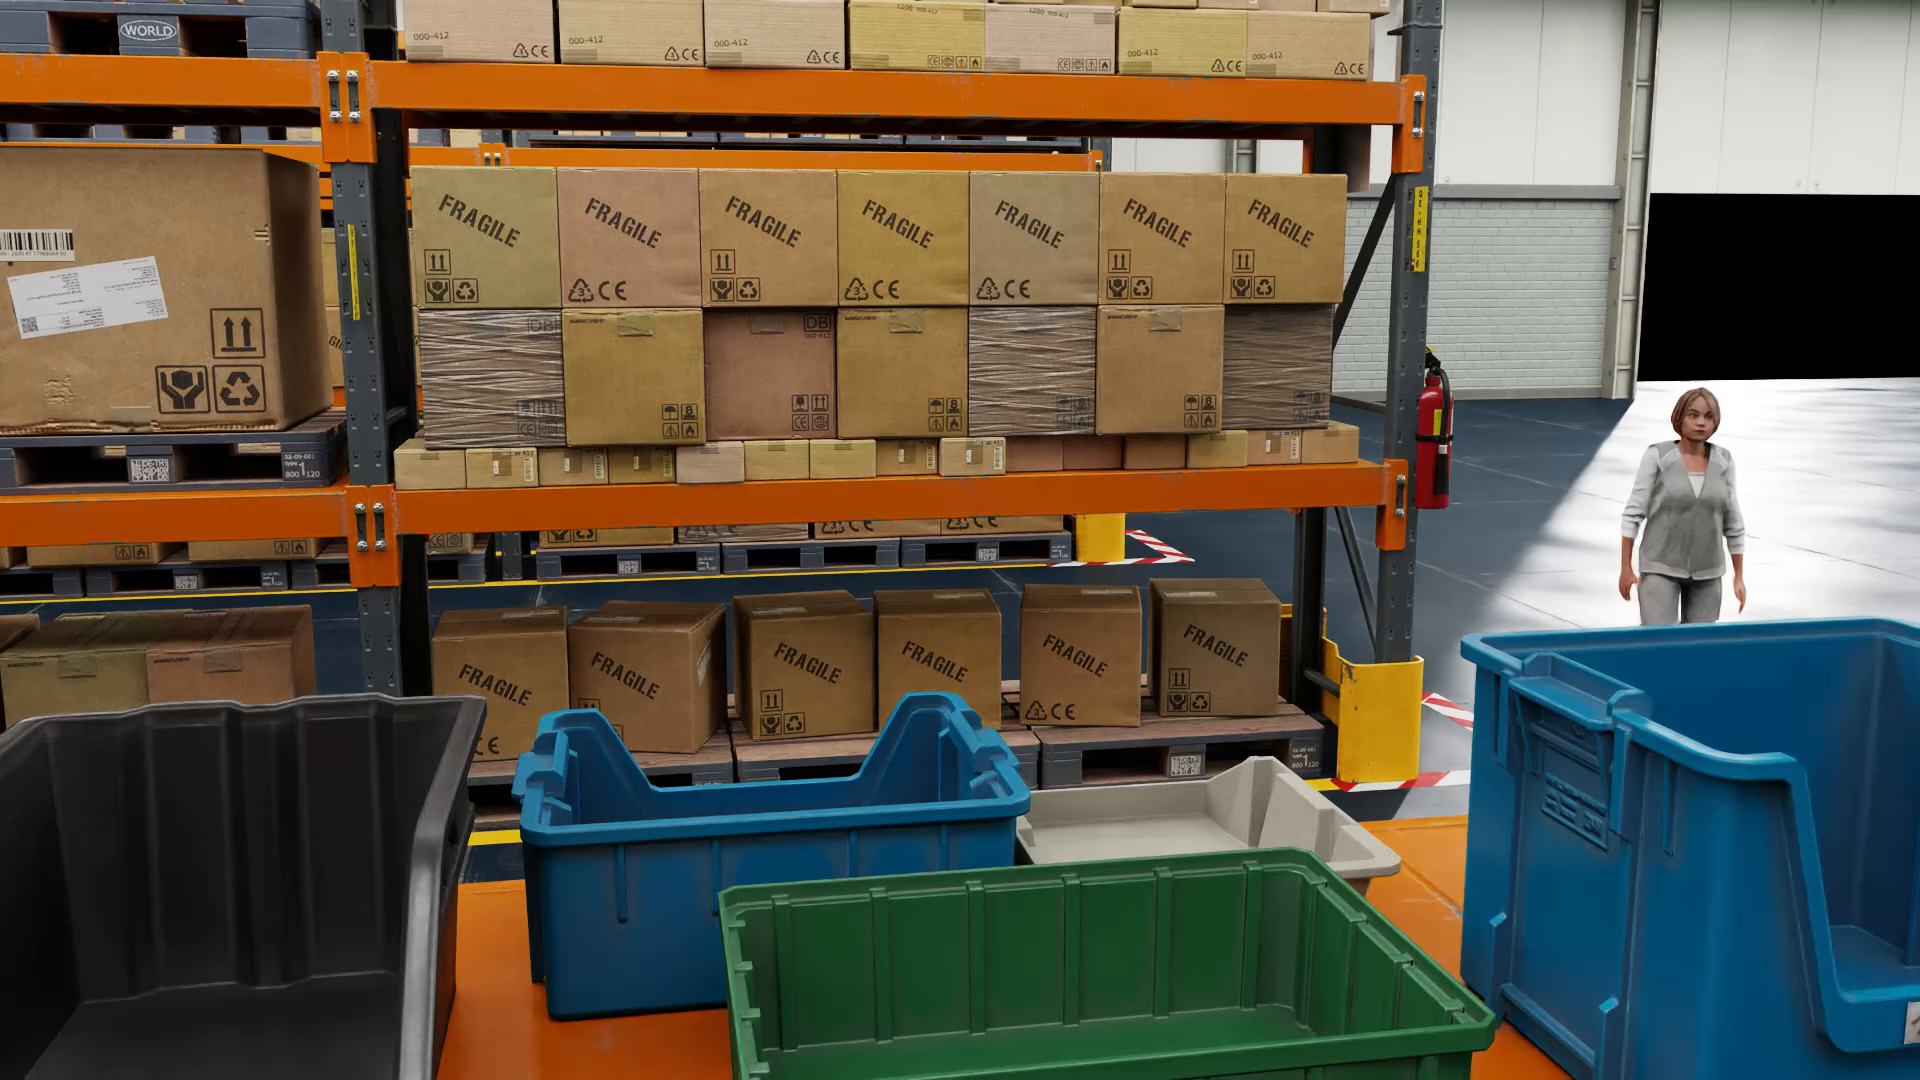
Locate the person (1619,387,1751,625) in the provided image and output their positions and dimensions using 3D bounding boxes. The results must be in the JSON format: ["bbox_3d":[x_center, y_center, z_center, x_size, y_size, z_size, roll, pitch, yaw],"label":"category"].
[{"bbox_3d":[2.994,0.164,6.883,0.477,1.599,0.437,1,10,6],"label":"person"}]
